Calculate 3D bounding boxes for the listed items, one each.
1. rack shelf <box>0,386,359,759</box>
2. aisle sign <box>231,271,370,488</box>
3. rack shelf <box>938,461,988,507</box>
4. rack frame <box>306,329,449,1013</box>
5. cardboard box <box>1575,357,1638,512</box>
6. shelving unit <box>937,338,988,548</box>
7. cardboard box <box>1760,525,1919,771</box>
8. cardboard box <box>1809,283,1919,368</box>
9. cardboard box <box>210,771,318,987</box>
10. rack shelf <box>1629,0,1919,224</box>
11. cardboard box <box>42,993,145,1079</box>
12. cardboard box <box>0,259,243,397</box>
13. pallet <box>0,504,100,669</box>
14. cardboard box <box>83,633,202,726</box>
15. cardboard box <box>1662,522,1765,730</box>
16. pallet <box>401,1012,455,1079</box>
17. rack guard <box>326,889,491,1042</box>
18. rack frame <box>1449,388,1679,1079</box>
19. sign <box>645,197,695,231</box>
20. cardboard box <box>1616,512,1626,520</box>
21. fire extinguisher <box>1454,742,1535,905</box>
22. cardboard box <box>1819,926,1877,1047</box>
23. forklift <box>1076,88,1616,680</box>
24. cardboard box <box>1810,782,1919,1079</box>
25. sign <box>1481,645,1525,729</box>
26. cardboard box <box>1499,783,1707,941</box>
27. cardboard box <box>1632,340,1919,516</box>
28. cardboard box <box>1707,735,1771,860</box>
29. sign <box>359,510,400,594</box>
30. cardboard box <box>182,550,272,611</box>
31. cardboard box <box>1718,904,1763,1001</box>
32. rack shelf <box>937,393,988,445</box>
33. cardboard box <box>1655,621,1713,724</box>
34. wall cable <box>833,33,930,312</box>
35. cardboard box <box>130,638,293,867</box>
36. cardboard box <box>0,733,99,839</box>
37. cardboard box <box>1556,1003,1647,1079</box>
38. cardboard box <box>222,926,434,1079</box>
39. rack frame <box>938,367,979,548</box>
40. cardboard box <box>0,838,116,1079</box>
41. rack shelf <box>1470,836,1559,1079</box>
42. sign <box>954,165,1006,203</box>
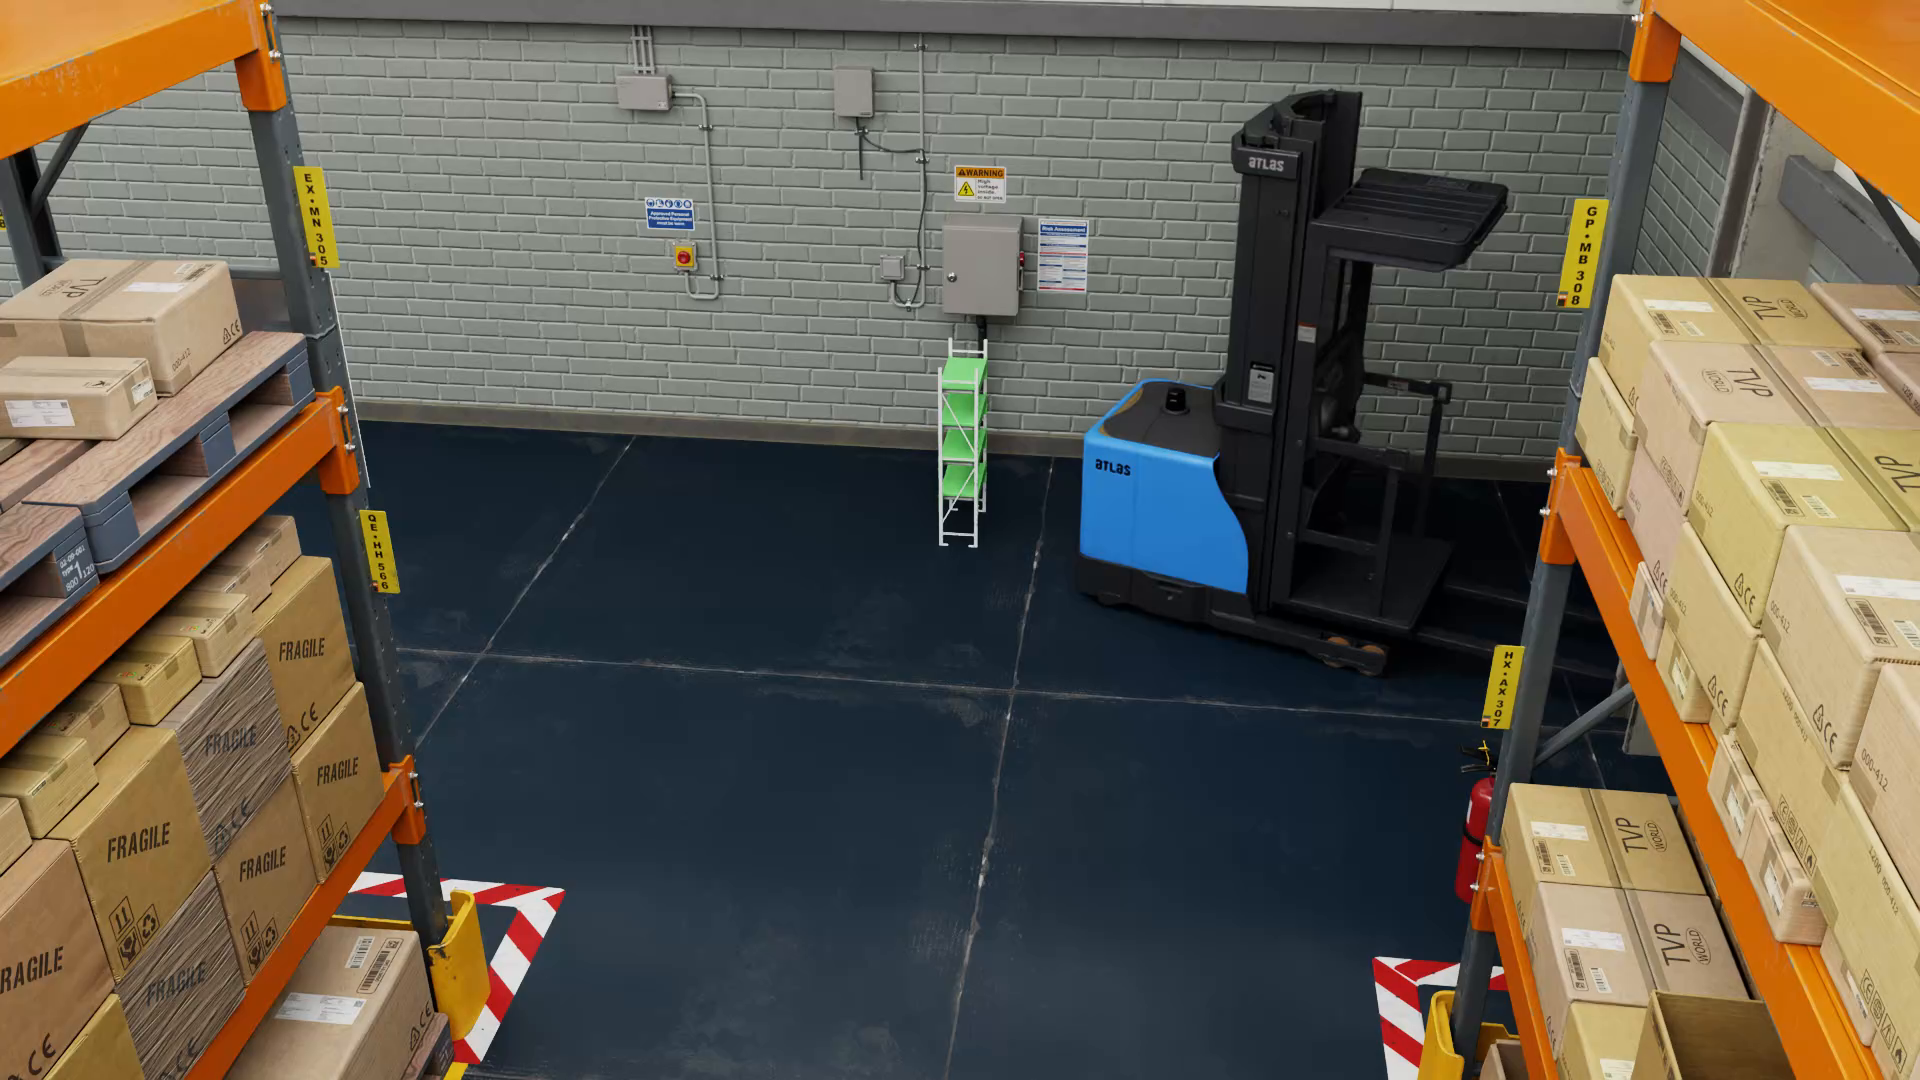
[{"bbox_3d":[-2.819,0.556,3.942,1.077,0.370,4.000,3,28,6],"label":"rack shelf"},{"bbox_3d":[-2.257,-0.541,5.644,0.394,0.787,0.004,3,28,6],"label":"aisle sign"},{"bbox_3d":[0.020,-0.339,10.546,0.258,0.148,0.480,3,28,6],"label":"rack shelf"},{"bbox_3d":[-2.574,0.619,6.231,1.000,3.000,0.127,3,28,6],"label":"rack frame"},{"bbox_3d":[2.027,-0.287,4.594,0.500,0.250,0.500,3,28,6],"label":"cardboard box"},{"bbox_3d":[0.020,-0.606,10.402,0.258,1.200,0.503,3,28,6],"label":"shelving unit"},{"bbox_3d":[1.868,0.210,3.144,0.500,0.250,0.500,4,29,8],"label":"cardboard box"},{"bbox_3d":[2.576,-0.475,4.415,0.500,0.250,0.500,3,28,5],"label":"cardboard box"},{"bbox_3d":[-2.446,1.053,5.320,0.500,0.500,0.500,3,28,5],"label":"cardboard box"},{"bbox_3d":[2.108,-0.476,2.700,1.077,0.370,4.000,3,28,6],"label":"rack shelf"},{"bbox_3d":[-2.550,1.539,4.417,0.500,0.500,0.500,4,29,8],"label":"cardboard box"},{"bbox_3d":[-2.539,-0.648,5.029,0.500,0.250,0.500,1,28,2],"label":"cardboard box"},{"bbox_3d":[-2.801,0.263,3.822,1.003,0.211,1.213,3,28,6],"label":"pallet"},{"bbox_3d":[-2.446,0.393,4.806,0.380,0.149,0.250,4,29,7],"label":"cardboard box"},{"bbox_3d":[1.911,0.194,3.702,0.500,0.250,0.500,3,28,5],"label":"cardboard box"},{"bbox_3d":[-2.594,2.227,6.185,1.003,0.211,1.213,3,28,6],"label":"pallet"},{"bbox_3d":[-2.571,1.708,6.845,1.175,0.500,0.348,3,28,6],"label":"rack guard"},{"bbox_3d":[2.353,0.906,5.699,1.000,3.000,0.127,3,28,6],"label":"rack frame"},{"bbox_3d":[-1.946,-2.187,11.155,0.327,0.218,0.001,3,28,6],"label":"sign"},{"bbox_3d":[2.083,-0.168,4.793,0.380,0.149,0.250,4,29,7],"label":"cardboard box"},{"bbox_3d":[1.912,1.008,5.984,0.296,0.674,0.183,3,28,6],"label":"fire extinguisher"},{"bbox_3d":[1.810,0.793,3.010,0.380,0.149,0.250,4,29,7],"label":"cardboard box"},{"bbox_3d":[2.238,-0.830,8.993,3.031,2.935,1.130,14,31,24],"label":"forklift"},{"bbox_3d":[1.801,0.676,2.807,0.500,0.250,0.500,4,29,7],"label":"cardboard box"},{"bbox_3d":[1.815,0.493,5.552,0.100,0.325,0.005,3,28,6],"label":"sign"},{"bbox_3d":[2.030,1.039,5.296,0.500,0.250,0.500,4,29,6],"label":"cardboard box"},{"bbox_3d":[1.968,-0.267,4.031,0.500,0.250,0.500,3,28,6],"label":"cardboard box"},{"bbox_3d":[1.799,0.548,3.464,0.380,0.149,0.250,3,29,6],"label":"cardboard box"},{"bbox_3d":[-2.037,0.043,5.829,0.100,0.325,0.005,3,28,6],"label":"sign"},{"bbox_3d":[-2.426,0.151,5.256,0.380,0.149,0.250,4,29,7],"label":"cardboard box"},{"bbox_3d":[2.496,1.315,4.783,0.500,0.250,0.500,3,29,6],"label":"cardboard box"},{"bbox_3d":[0.020,-0.761,10.319,0.258,0.148,0.480,3,28,6],"label":"rack shelf"},{"bbox_3d":[1.871,0.312,3.903,0.380,0.149,0.250,3,28,6],"label":"cardboard box"},{"bbox_3d":[-0.497,-2.407,10.776,0.588,1.984,0.122,3,28,6],"label":"wall cable"},{"bbox_3d":[-2.431,0.623,5.063,0.500,0.500,0.500,3,29,6],"label":"cardboard box"},{"bbox_3d":[-2.521,0.633,4.360,0.380,0.149,0.250,4,29,7],"label":"cardboard box"},{"bbox_3d":[1.910,1.515,4.412,0.500,0.250,0.500,3,28,5],"label":"cardboard box"},{"bbox_3d":[-2.555,1.878,6.151,0.875,0.438,0.875,2,28,4],"label":"cardboard box"},{"bbox_3d":[-0.010,-0.491,10.189,0.240,1.200,0.015,3,28,6],"label":"rack frame"},{"bbox_3d":[-2.559,1.092,4.192,0.500,0.500,0.500,3,28,6],"label":"cardboard box"},{"bbox_3d":[2.108,2.164,4.122,1.077,0.370,4.000,3,28,6],"label":"rack shelf"},{"bbox_3d":[0.132,-2.310,10.797,0.339,0.242,0.001,3,28,6],"label":"sign"}]
